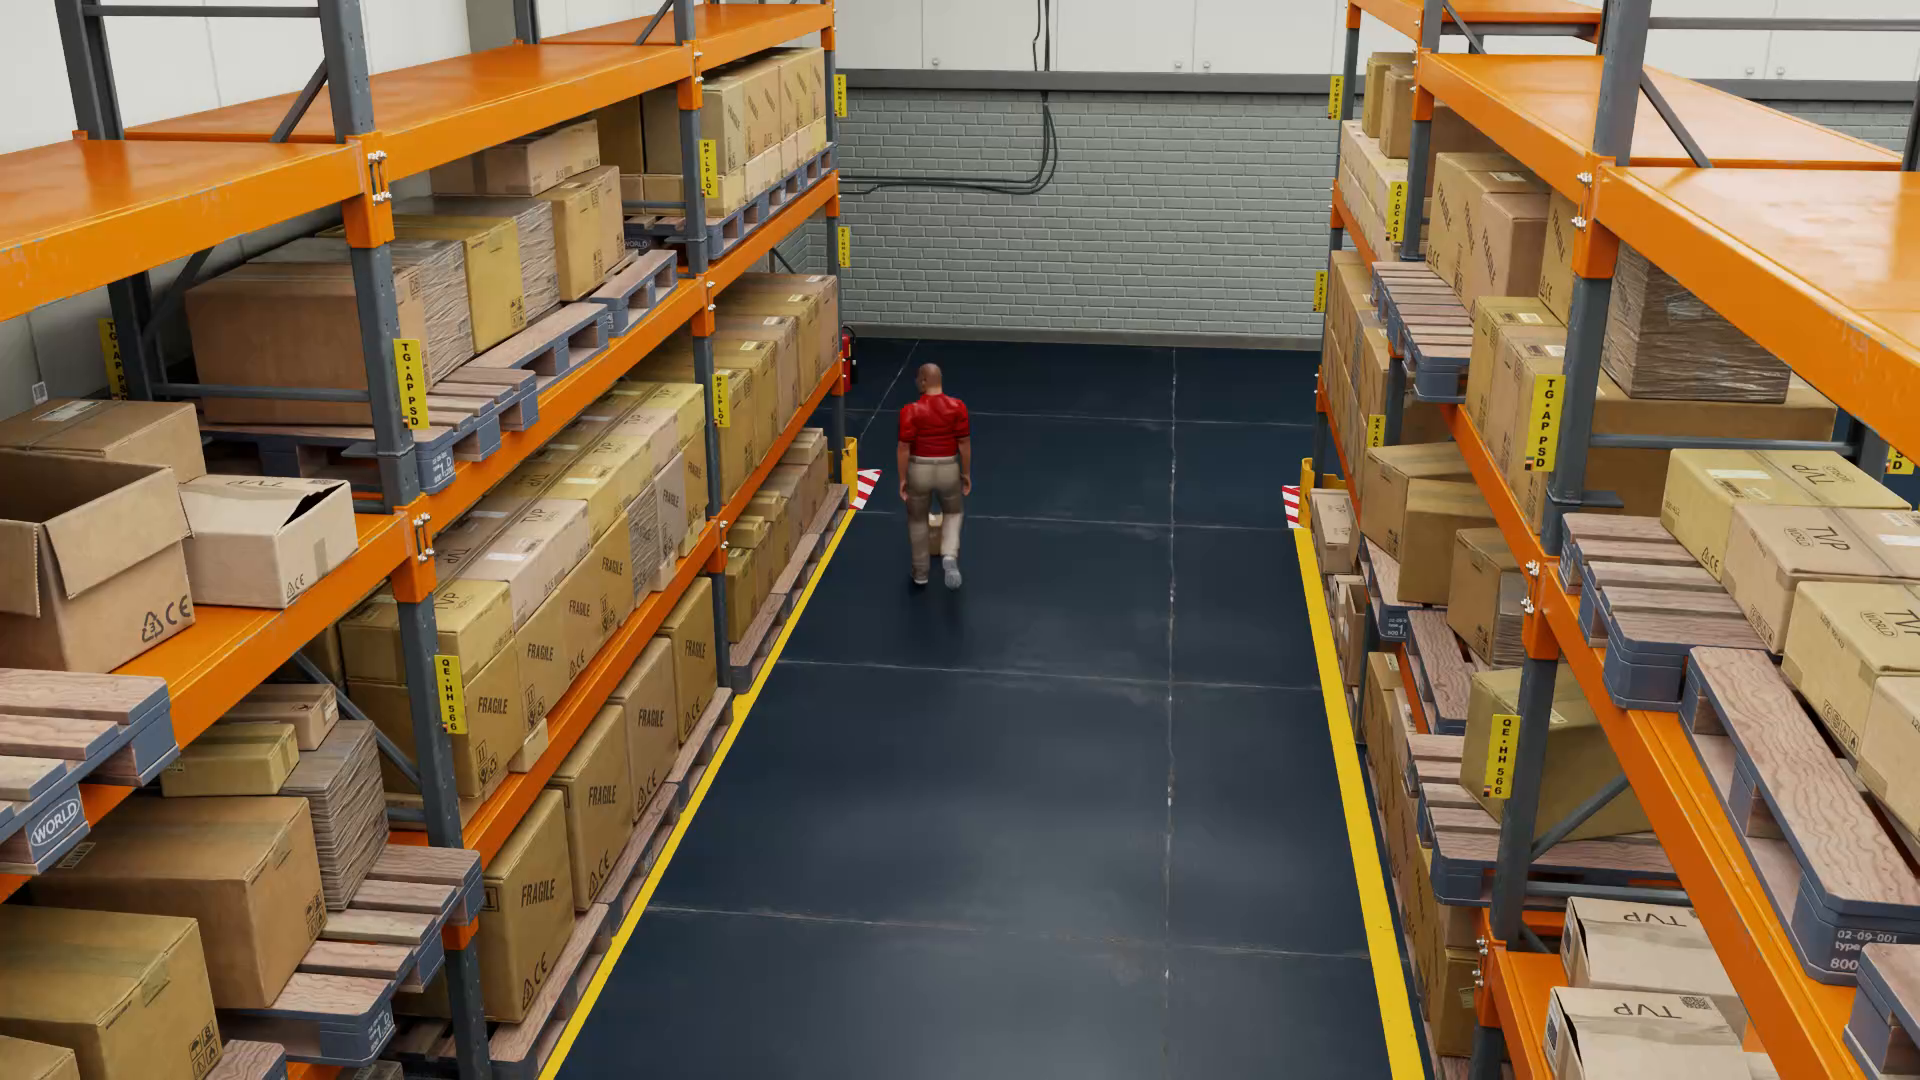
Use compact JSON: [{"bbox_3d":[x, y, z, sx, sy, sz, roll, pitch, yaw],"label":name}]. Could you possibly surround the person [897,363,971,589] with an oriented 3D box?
[{"bbox_3d":[-0.195,-0.469,12.287,0.556,1.724,0.588,-4,21,-9],"label":"person"}]
